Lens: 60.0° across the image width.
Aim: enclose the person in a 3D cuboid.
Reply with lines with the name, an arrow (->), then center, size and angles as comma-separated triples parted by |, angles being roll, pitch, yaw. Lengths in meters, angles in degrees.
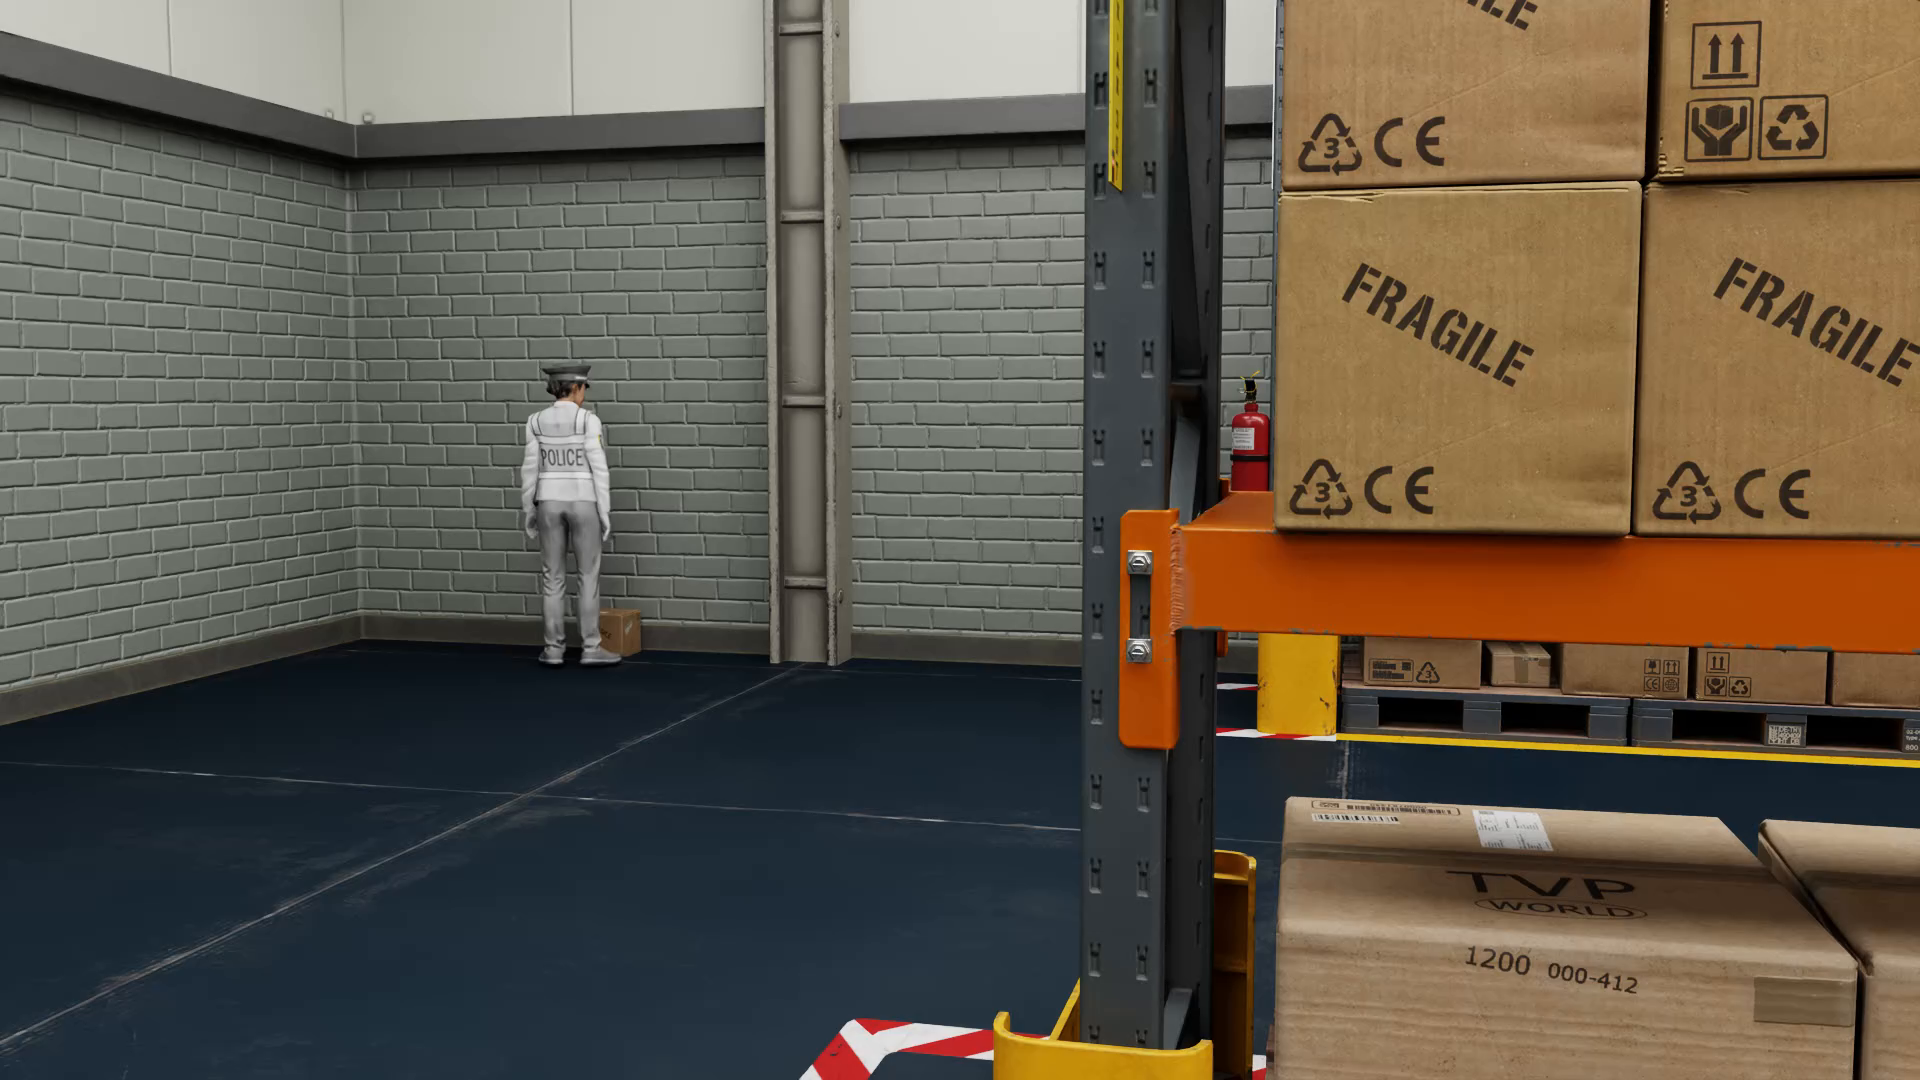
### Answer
person -> -2.163, -0.141, 9.165 | 0.523, 1.679, 0.339 | 1, 5, 6
